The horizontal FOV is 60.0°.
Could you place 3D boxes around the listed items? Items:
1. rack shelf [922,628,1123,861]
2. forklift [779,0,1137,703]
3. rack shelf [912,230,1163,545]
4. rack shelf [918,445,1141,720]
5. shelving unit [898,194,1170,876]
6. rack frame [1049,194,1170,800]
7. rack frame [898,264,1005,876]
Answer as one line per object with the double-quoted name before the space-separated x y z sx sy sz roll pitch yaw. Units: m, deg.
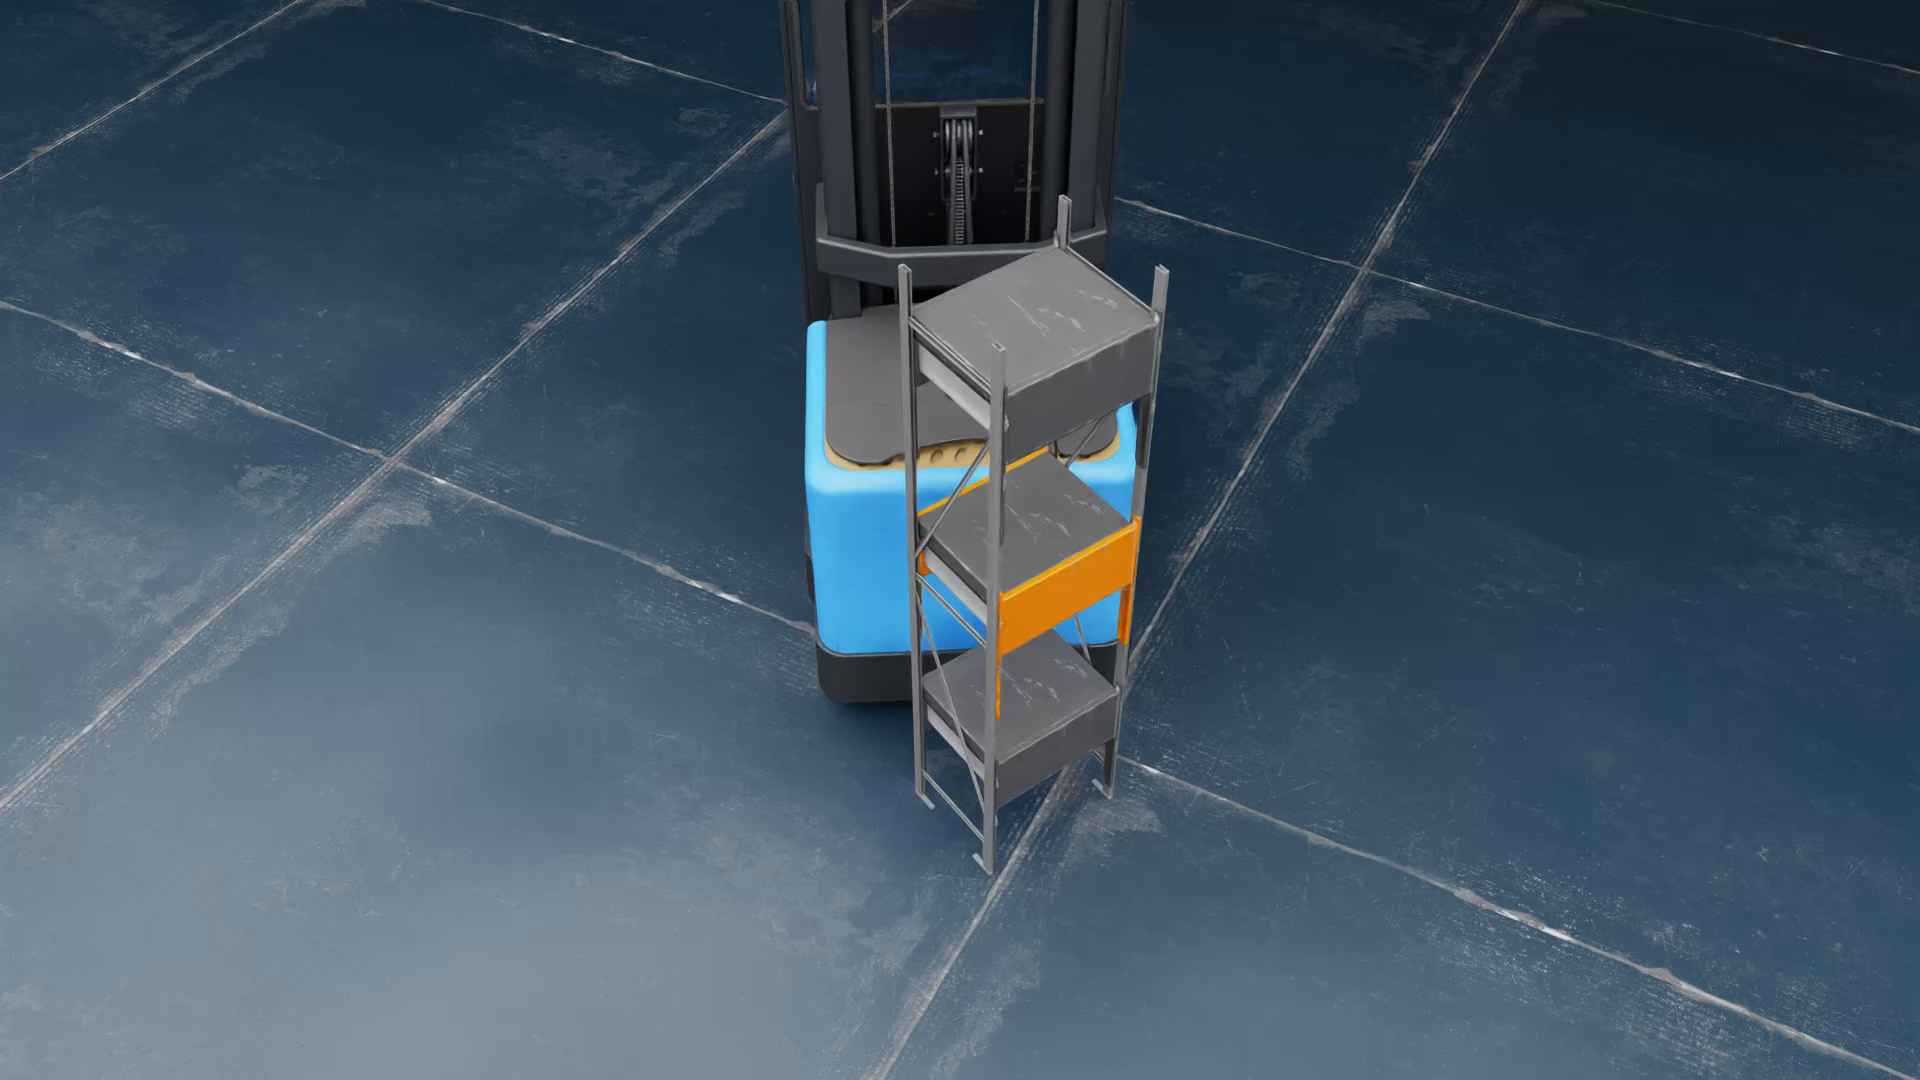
"rack shelf" 0.175 0.597 5.187 0.480 0.518 0.431 -28 52 -25
"forklift" -0.032 -1.521 5.693 1.130 2.935 3.031 -2 45 -2
"rack shelf" 0.174 -0.387 4.191 0.480 0.518 0.431 -28 52 -25
"rack shelf" 0.175 0.105 4.689 0.480 0.518 0.431 -28 52 -25
"shelving unit" 0.175 0.095 4.679 0.503 2.100 0.431 -28 52 -25
"rack frame" 0.371 -0.008 4.781 0.015 2.100 0.400 -28 52 -25
"rack frame" -0.022 0.199 4.577 0.015 2.100 0.400 -28 52 -25
